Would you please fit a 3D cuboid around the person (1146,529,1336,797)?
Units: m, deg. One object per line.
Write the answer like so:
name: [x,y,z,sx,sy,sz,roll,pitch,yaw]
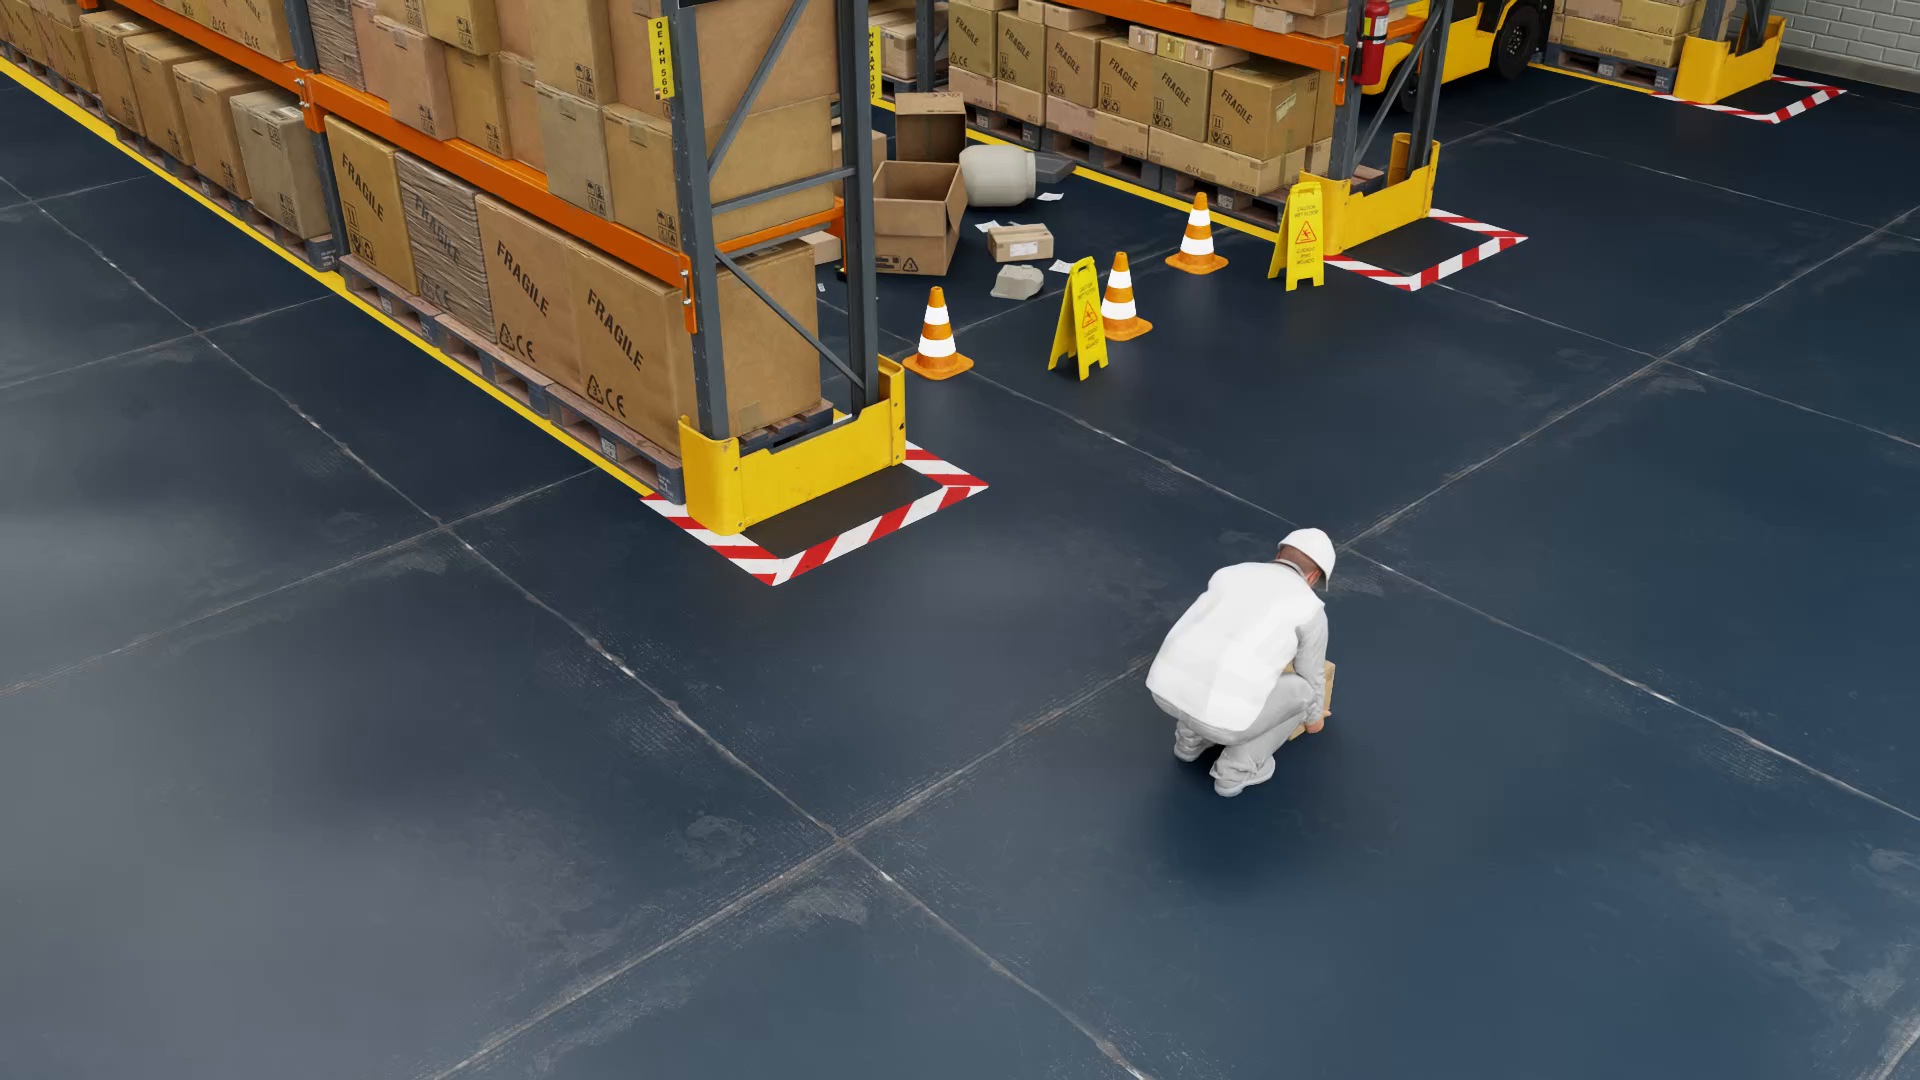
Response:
person: [1.111,0.489,6.329,0.959,0.865,0.517,-26,40,-36]
